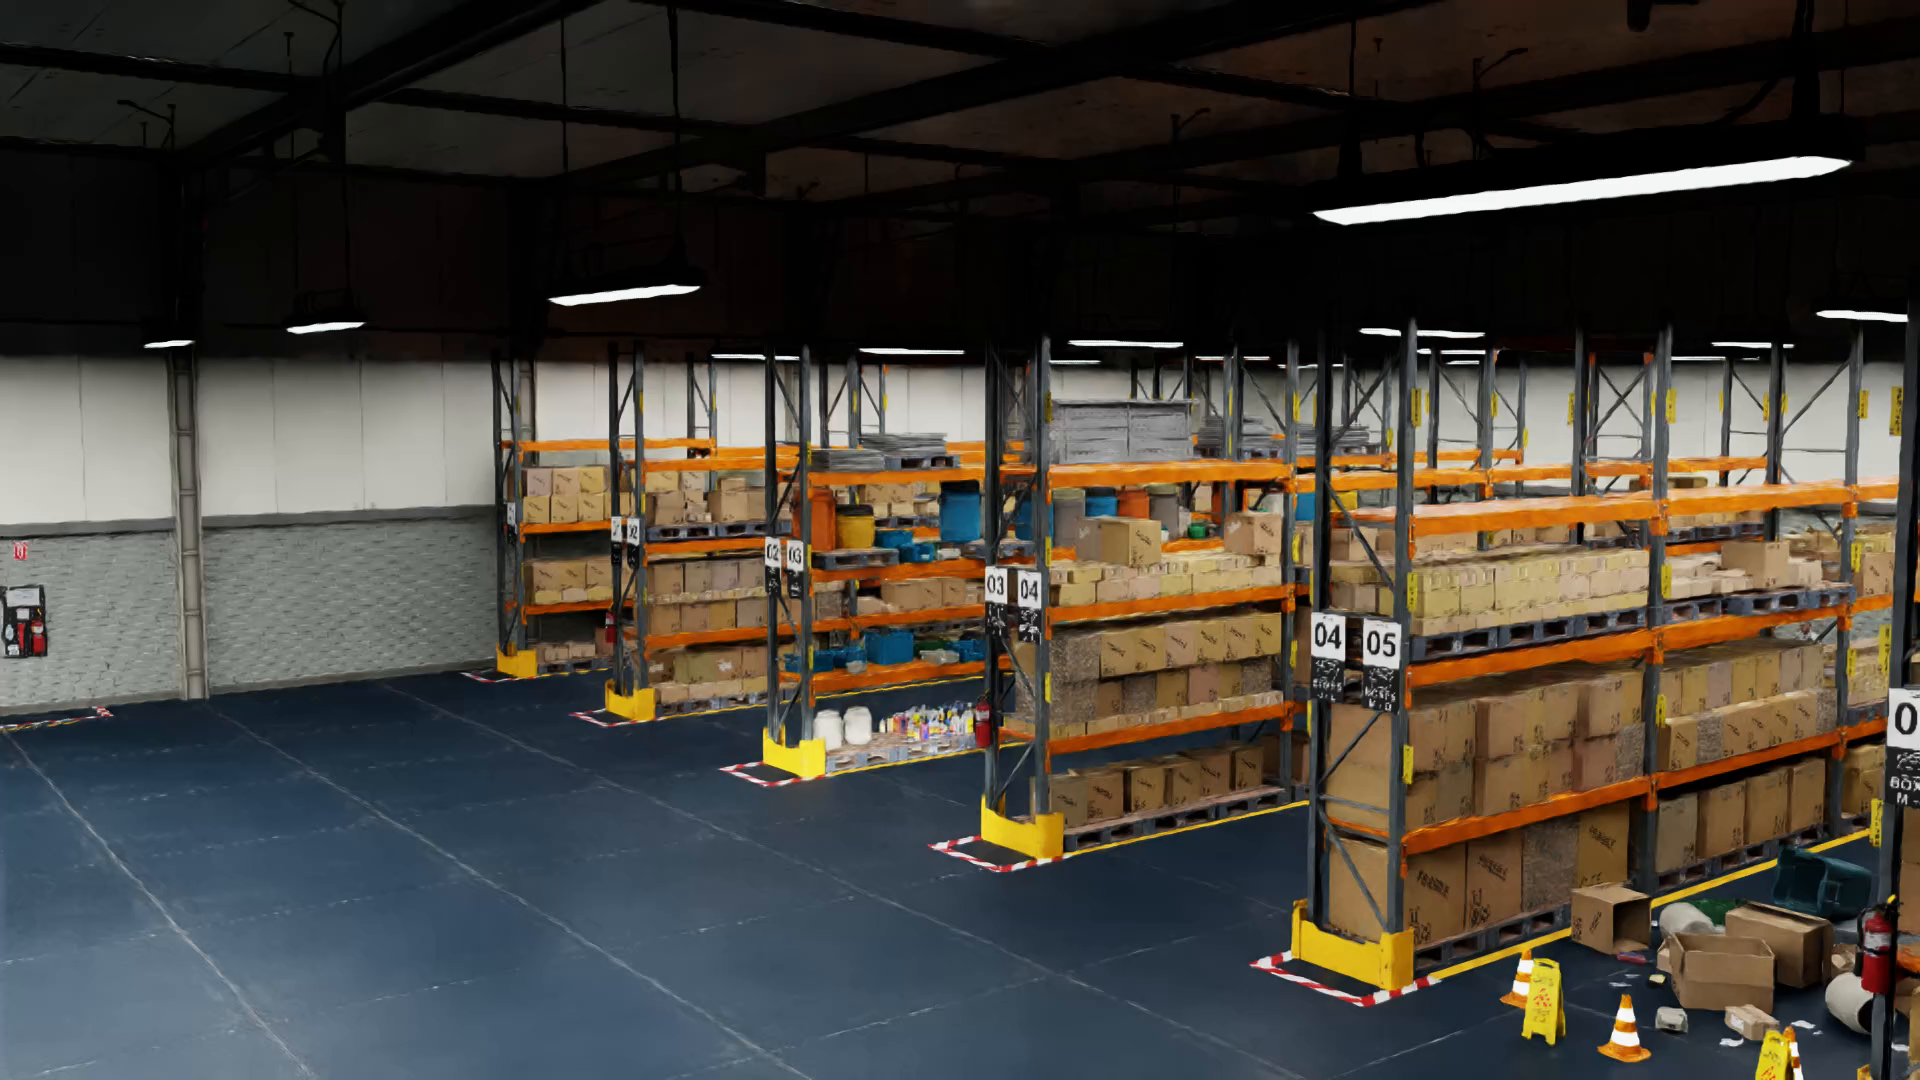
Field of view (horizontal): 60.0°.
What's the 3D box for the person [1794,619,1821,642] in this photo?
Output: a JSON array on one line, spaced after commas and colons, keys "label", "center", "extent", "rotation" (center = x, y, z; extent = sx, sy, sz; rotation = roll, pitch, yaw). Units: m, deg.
[{"label": "person", "center": [13.586, 2.012, 26.692], "extent": [1.089, 1.584, 0.488], "rotation": [-4, 6, -39]}]
